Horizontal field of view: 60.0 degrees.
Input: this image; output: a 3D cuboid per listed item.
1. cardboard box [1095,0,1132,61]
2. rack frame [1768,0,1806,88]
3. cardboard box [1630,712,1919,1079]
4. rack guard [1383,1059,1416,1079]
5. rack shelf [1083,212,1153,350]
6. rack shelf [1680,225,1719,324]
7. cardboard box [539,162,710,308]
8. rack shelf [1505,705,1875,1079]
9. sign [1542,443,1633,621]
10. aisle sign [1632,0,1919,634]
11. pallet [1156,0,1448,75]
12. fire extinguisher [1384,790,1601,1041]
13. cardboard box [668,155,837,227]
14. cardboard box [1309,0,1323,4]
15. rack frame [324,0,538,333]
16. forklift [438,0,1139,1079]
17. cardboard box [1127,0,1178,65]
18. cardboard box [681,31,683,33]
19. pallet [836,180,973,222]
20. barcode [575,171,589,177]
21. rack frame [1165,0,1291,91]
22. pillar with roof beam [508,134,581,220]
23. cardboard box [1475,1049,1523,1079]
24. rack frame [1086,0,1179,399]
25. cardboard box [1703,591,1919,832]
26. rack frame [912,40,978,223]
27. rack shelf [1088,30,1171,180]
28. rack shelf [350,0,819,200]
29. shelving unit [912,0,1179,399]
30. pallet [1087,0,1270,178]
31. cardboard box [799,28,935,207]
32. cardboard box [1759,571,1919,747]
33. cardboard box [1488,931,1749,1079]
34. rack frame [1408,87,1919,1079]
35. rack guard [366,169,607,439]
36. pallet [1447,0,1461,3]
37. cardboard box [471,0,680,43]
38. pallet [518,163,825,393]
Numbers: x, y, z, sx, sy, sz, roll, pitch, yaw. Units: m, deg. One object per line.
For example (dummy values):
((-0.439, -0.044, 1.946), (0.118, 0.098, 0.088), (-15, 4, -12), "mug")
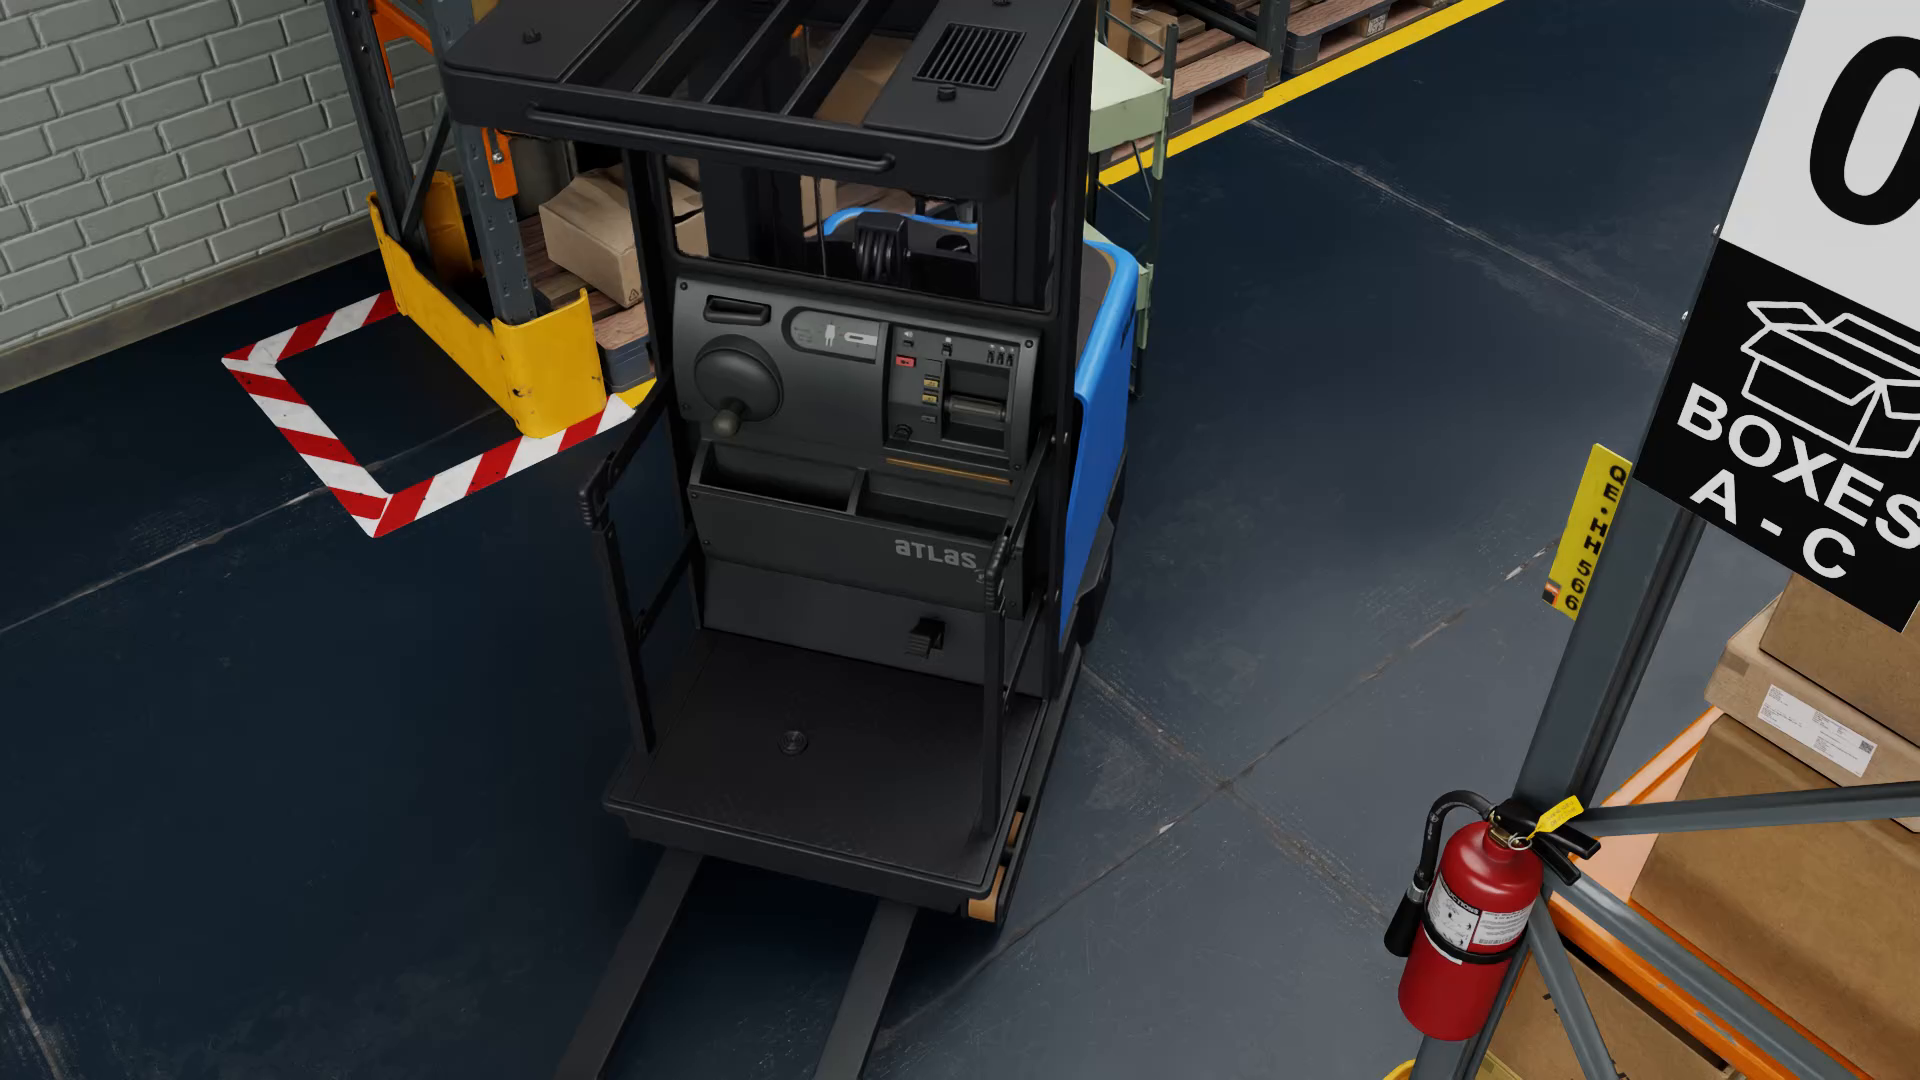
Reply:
((0.424, -2.328, 7.542), (0.500, 0.500, 0.500), (-34, 53, -31), "cardboard box")
((1.307, -1.386, 0.653), (0.127, 3.000, 1.000), (-30, 51, -28), "rack frame")
((1.673, 0.566, 2.883), (0.500, 0.500, 0.700), (-30, 51, -28), "cardboard box")
((1.289, 1.722, 3.551), (0.348, 0.500, 1.175), (-30, 51, -28), "rack guard")
((0.273, -0.831, 6.016), (0.720, 0.370, 0.431), (-23, 48, -23), "rack shelf")
((2.841, -0.909, 2.861), (4.000, 0.370, 1.077), (-30, 51, -28), "rack shelf")
((-1.286, -1.236, 6.517), (0.500, 0.311, 0.500), (33, 52, 30), "cardboard box")
((2.841, 0.184, 3.888), (4.000, 0.370, 1.077), (-30, 51, -28), "rack shelf")
((0.969, 0.001, 2.539), (0.005, 0.325, 0.100), (-30, 51, -28), "sign")
((1.068, -0.272, 1.950), (0.004, 0.787, 0.394), (-30, 51, -28), "aisle sign")
((1.790, -2.882, 8.665), (1.213, 0.211, 1.003), (-30, 51, -28), "pallet")
((0.918, 0.637, 2.937), (0.183, 0.674, 0.296), (-30, 51, -28), "fire extinguisher")
((-0.848, -1.486, 6.784), (0.500, 0.311, 0.500), (-26, 49, -25), "cardboard box")
((1.748, -3.137, 8.404), (0.500, 0.500, 0.700), (-28, 50, -27), "cardboard box")
((-1.874, -1.799, 5.474), (0.127, 3.000, 1.000), (-30, 51, -28), "rack frame")
((-0.323, -0.315, 3.944), (1.130, 2.935, 3.031), (11, 44, 11), "forklift")
((0.803, -2.433, 7.897), (0.380, 0.166, 0.250), (32, 52, 30), "cardboard box")
((-0.907, -2.035, 5.820), (0.500, 0.250, 0.500), (-31, 52, -29), "cardboard box")
((-0.235, -1.687, 7.392), (1.213, 0.211, 1.003), (-30, 51, -28), "pallet")
((-1.528, -1.457, 6.746), (0.075, 0.075, 0.001), (-30, 51, -28), "barcode")
((1.194, -3.556, 7.345), (0.127, 3.000, 1.000), (-30, 51, -28), "rack frame")
((0.870, -2.487, 1.825), (0.400, 9.000, 9.100), (-30, 51, -28), "pillar with roof beam")
((1.529, 1.259, 3.920), (0.500, 0.250, 0.500), (-30, 51, -28), "cardboard box")
((0.583, -1.202, 5.935), (0.023, 1.500, 0.400), (-23, 48, -23), "rack frame")
((1.478, 0.260, 2.735), (0.250, 0.149, 0.380), (-31, 51, -28), "cardboard box")
((-0.037, -0.935, 5.650), (0.023, 1.500, 0.400), (-23, 48, -23), "rack frame")
((0.273, -1.353, 5.525), (0.720, 0.370, 0.431), (-23, 48, -23), "rack shelf")
((-0.340, -2.415, 6.656), (4.000, 0.370, 1.077), (-30, 51, -28), "rack shelf")
((0.273, -1.069, 5.793), (0.755, 1.500, 0.431), (-23, 48, -23), "shelving unit")
((0.702, -2.226, 7.966), (1.213, 0.211, 1.003), (-30, 51, -28), "pallet")
((-0.254, -1.851, 7.034), (0.500, 0.500, 0.700), (-33, 52, -30), "cardboard box")
((1.714, 0.070, 2.464), (0.500, 0.500, 0.700), (-30, 51, -28), "cardboard box")
((1.527, 0.985, 3.664), (0.500, 0.500, 0.500), (-30, 51, -28), "cardboard box")
((1.307, 0.801, 2.706), (0.127, 3.000, 1.000), (-30, 51, -28), "rack frame")
((-1.816, -0.921, 6.366), (0.348, 0.500, 1.175), (-30, 51, -28), "rack guard")
((2.727, -3.421, 9.238), (1.213, 0.211, 1.003), (-30, 51, -28), "pallet")
((-1.296, -1.799, 5.569), (0.500, 0.250, 0.500), (-31, 51, -29), "cardboard box")
((-1.170, -1.154, 6.825), (1.213, 0.211, 1.003), (-30, 51, -28), "pallet")
